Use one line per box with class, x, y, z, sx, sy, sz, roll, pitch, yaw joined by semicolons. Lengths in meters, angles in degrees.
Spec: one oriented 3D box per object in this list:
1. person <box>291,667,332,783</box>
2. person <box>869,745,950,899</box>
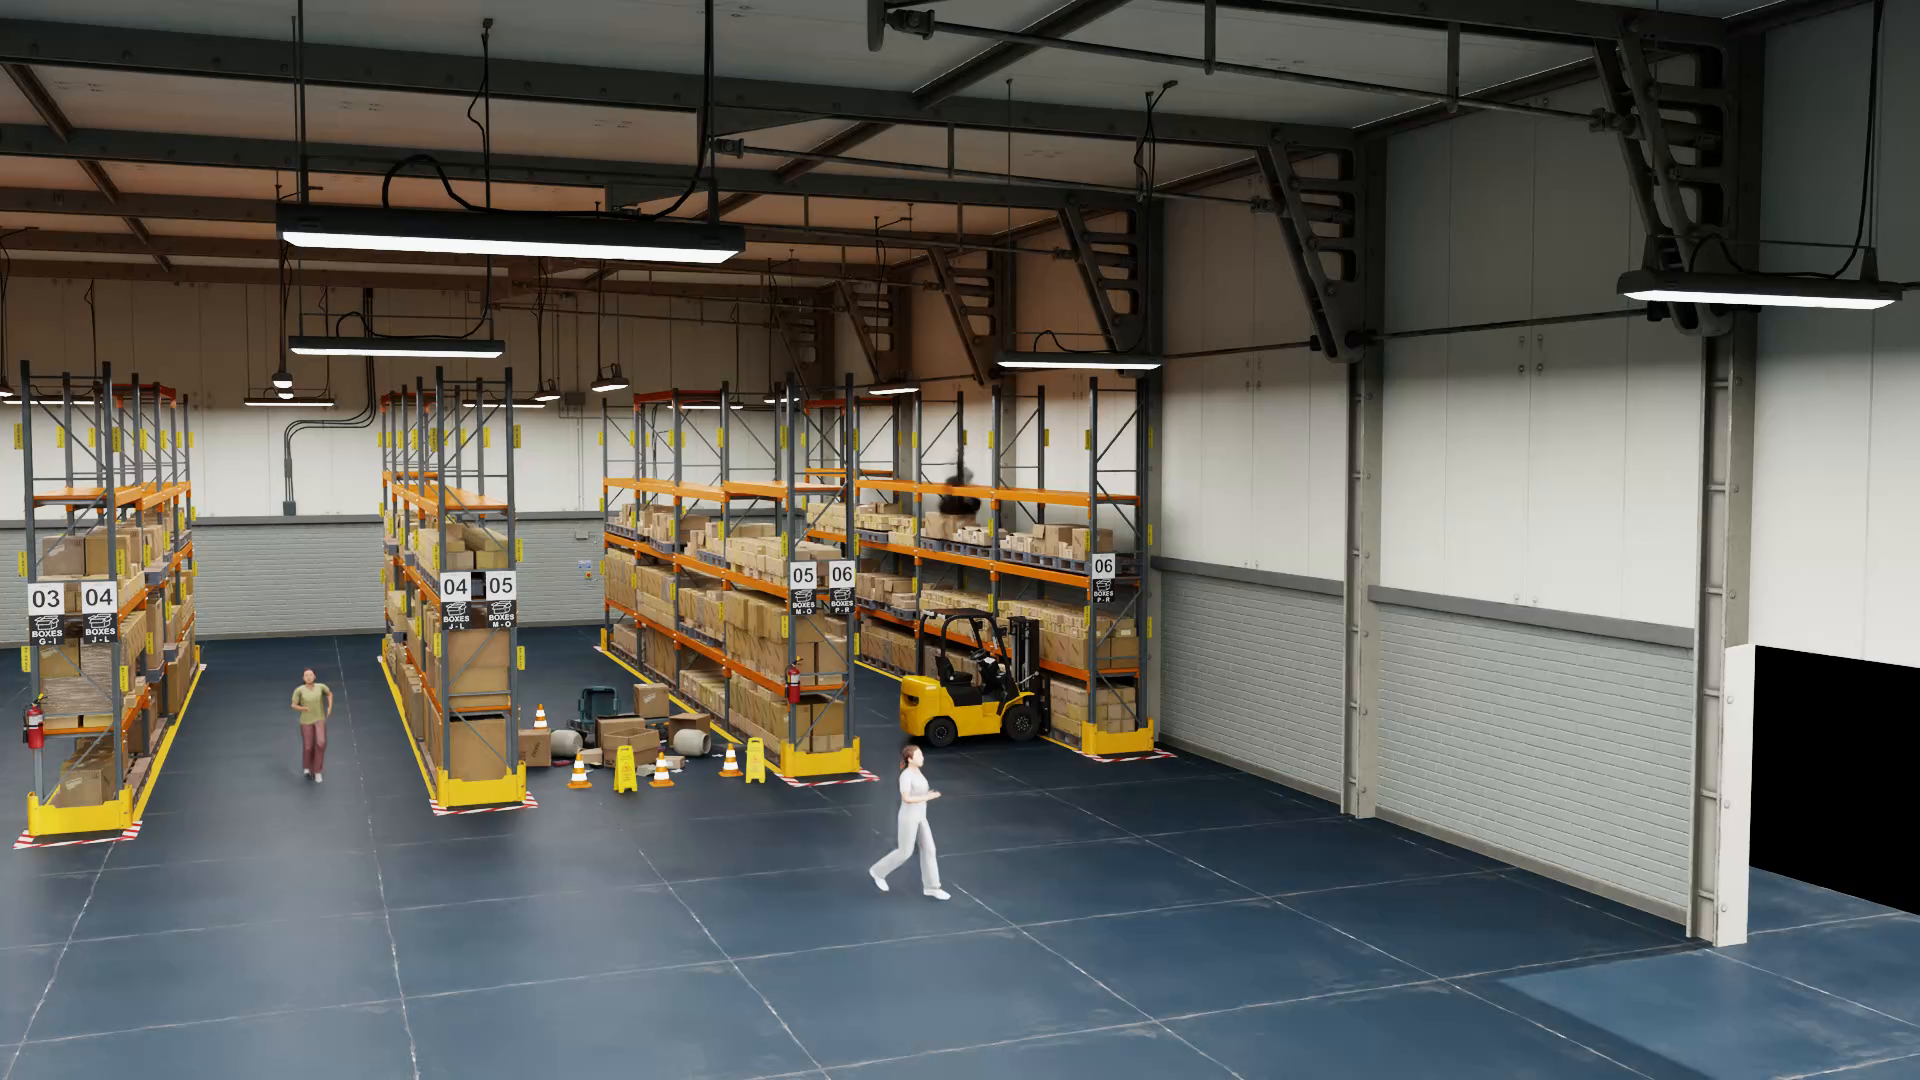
person;-9.540;2.716;24.498;0.579;1.694;0.720;-2;4;-25
person;-0.546;3.052;18.117;0.929;1.662;0.584;1;4;21
